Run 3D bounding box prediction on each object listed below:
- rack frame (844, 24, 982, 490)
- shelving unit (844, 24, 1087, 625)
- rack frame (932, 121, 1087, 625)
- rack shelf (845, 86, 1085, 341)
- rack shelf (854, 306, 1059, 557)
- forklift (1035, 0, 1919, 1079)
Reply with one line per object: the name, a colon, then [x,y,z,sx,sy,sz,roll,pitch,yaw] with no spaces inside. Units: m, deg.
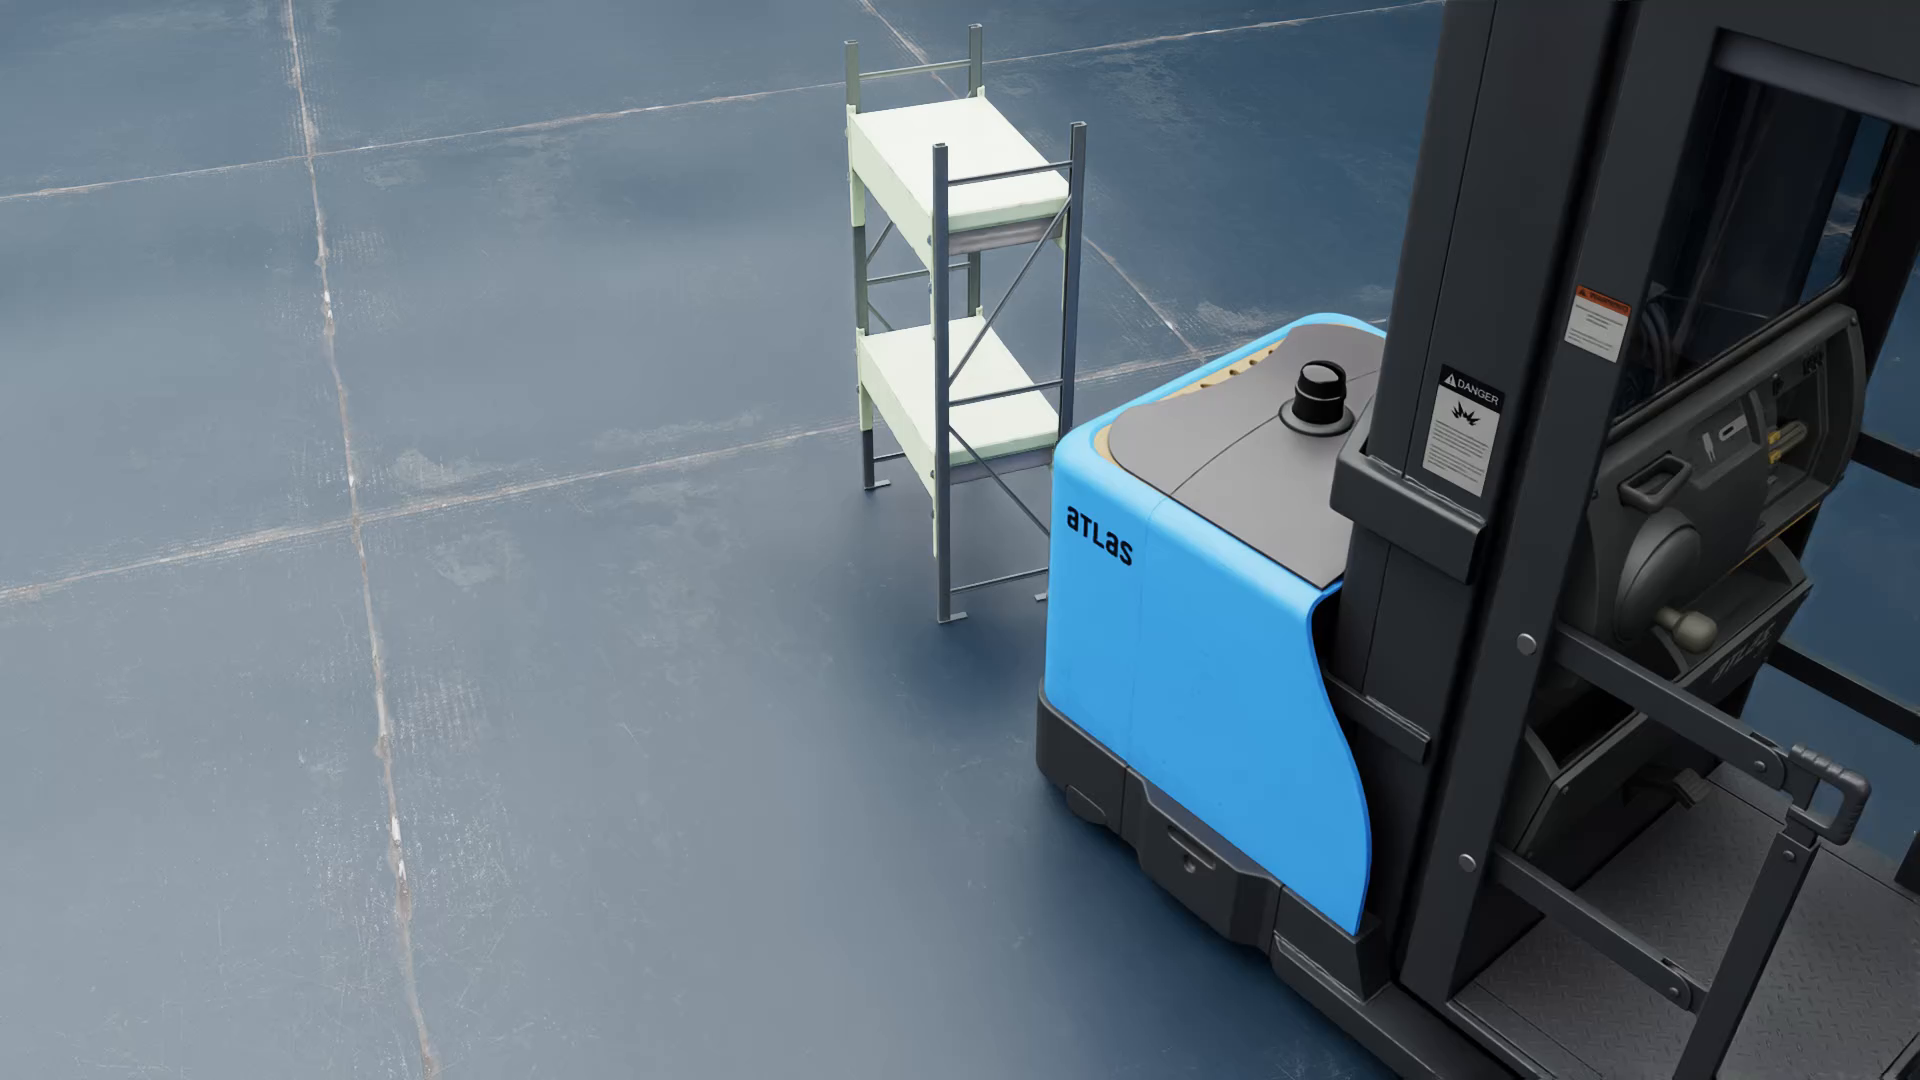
rack frame: [-0.128,-0.810,5.078,0.400,1.500,0.023,-12,39,-16]
shelving unit: [-0.002,-0.603,4.804,0.431,1.500,0.755,-12,39,-16]
rack frame: [0.124,-0.396,4.529,0.400,1.500,0.023,-12,39,-16]
rack shelf: [-0.002,-0.915,4.569,0.431,0.370,0.720,-12,39,-16]
rack shelf: [-0.002,-0.342,5.000,0.431,0.370,0.720,-12,39,-16]
forklift: [1.534,-0.056,2.888,1.130,2.935,3.031,-27,45,-31]
